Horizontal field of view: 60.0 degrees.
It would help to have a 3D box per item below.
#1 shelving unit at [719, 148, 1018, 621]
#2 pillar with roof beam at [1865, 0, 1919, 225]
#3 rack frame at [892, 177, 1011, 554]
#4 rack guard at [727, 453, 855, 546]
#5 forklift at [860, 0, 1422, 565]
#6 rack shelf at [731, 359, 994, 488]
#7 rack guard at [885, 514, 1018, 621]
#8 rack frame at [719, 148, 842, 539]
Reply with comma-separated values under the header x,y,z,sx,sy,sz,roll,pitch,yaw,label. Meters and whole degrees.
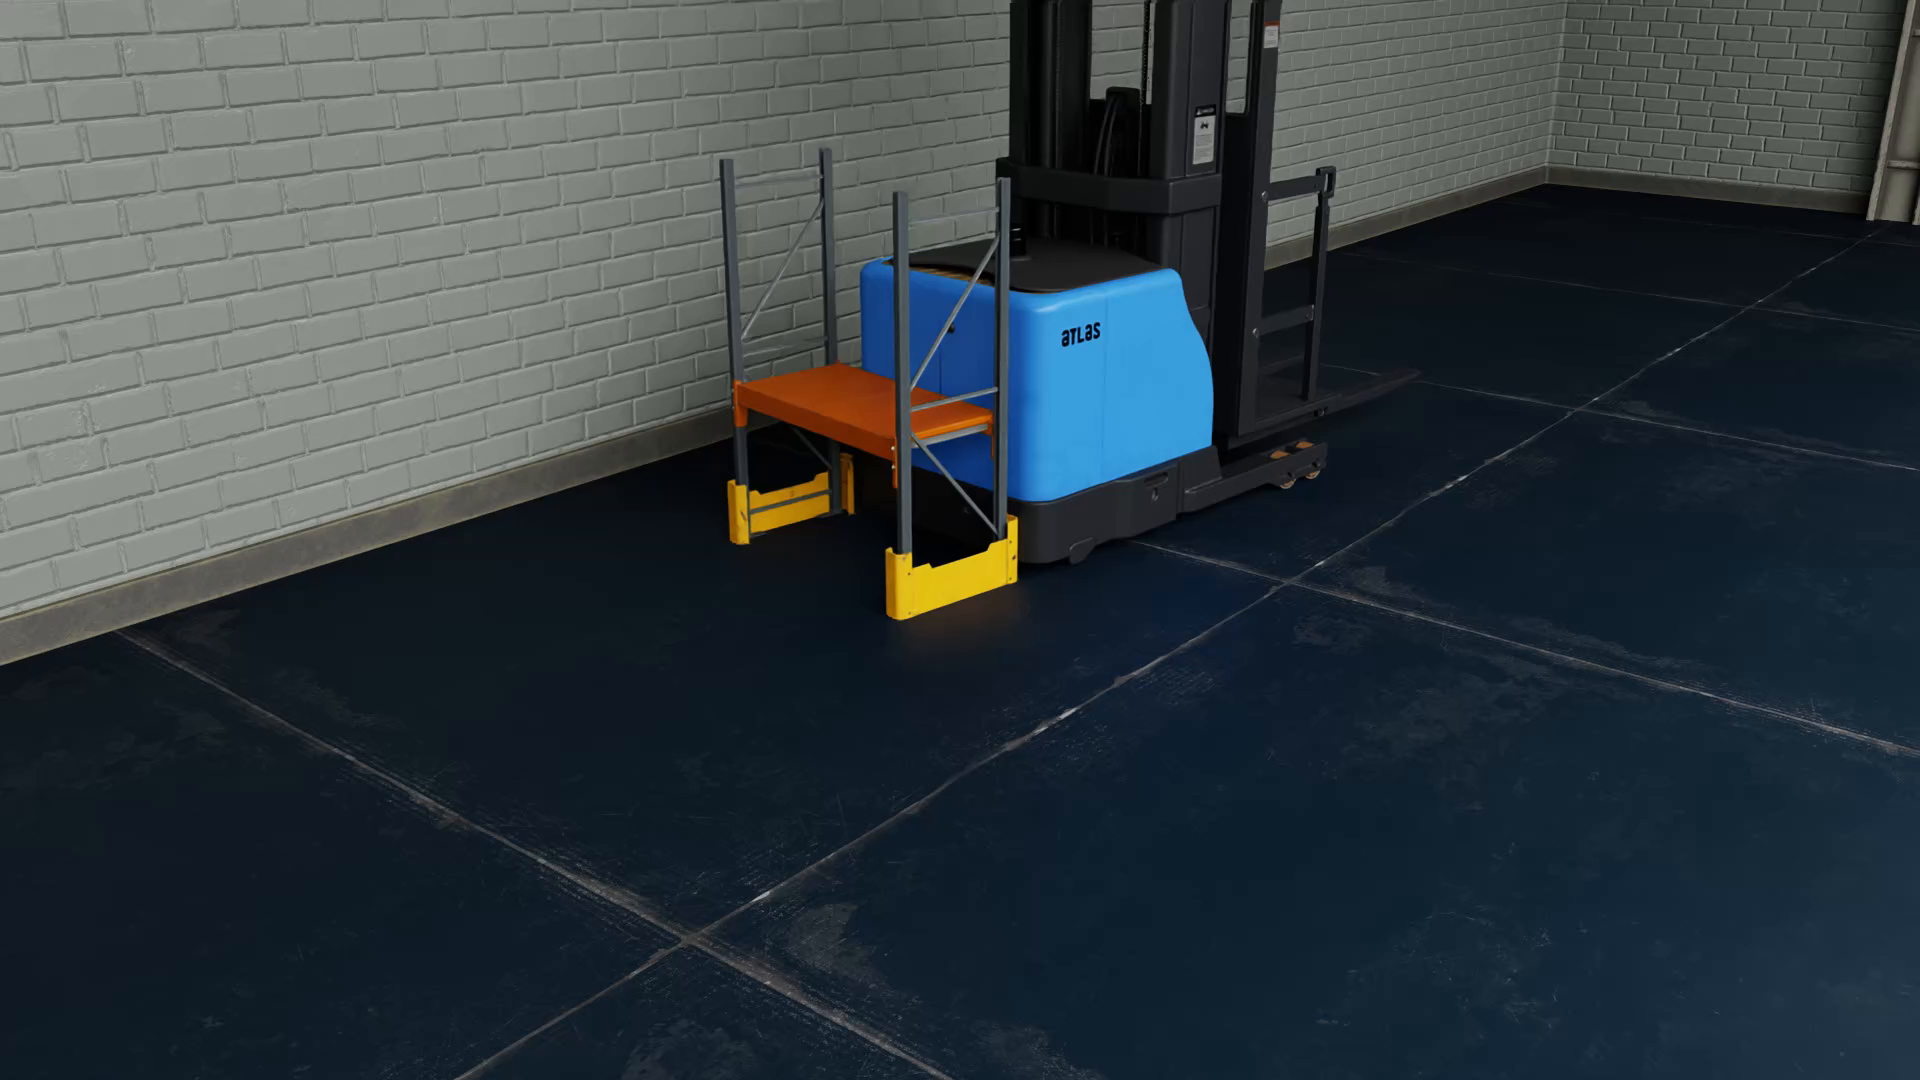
x,y,z,sx,sy,sz,roll,pitch,yaw,label
-0.352,-0.623,6.196,0.587,1.500,1.083,-17,27,-38,shelving unit
4.951,-5.658,8.918,0.400,9.000,9.100,16,26,36,pillar with roof beam
-0.024,-0.491,5.844,0.500,1.500,0.032,-17,27,-38,rack frame
-0.680,-0.171,6.767,0.587,0.250,0.087,-17,27,-38,rack guard
0.989,-1.707,7.041,3.031,2.935,1.130,-19,28,-41,forklift
-0.358,-0.458,6.266,0.538,0.185,1.000,-17,27,-38,rack shelf
-0.024,0.094,6.066,0.587,0.250,0.087,-17,27,-38,rack guard
-0.693,-0.761,6.560,0.500,1.500,0.032,-17,27,-38,rack frame
